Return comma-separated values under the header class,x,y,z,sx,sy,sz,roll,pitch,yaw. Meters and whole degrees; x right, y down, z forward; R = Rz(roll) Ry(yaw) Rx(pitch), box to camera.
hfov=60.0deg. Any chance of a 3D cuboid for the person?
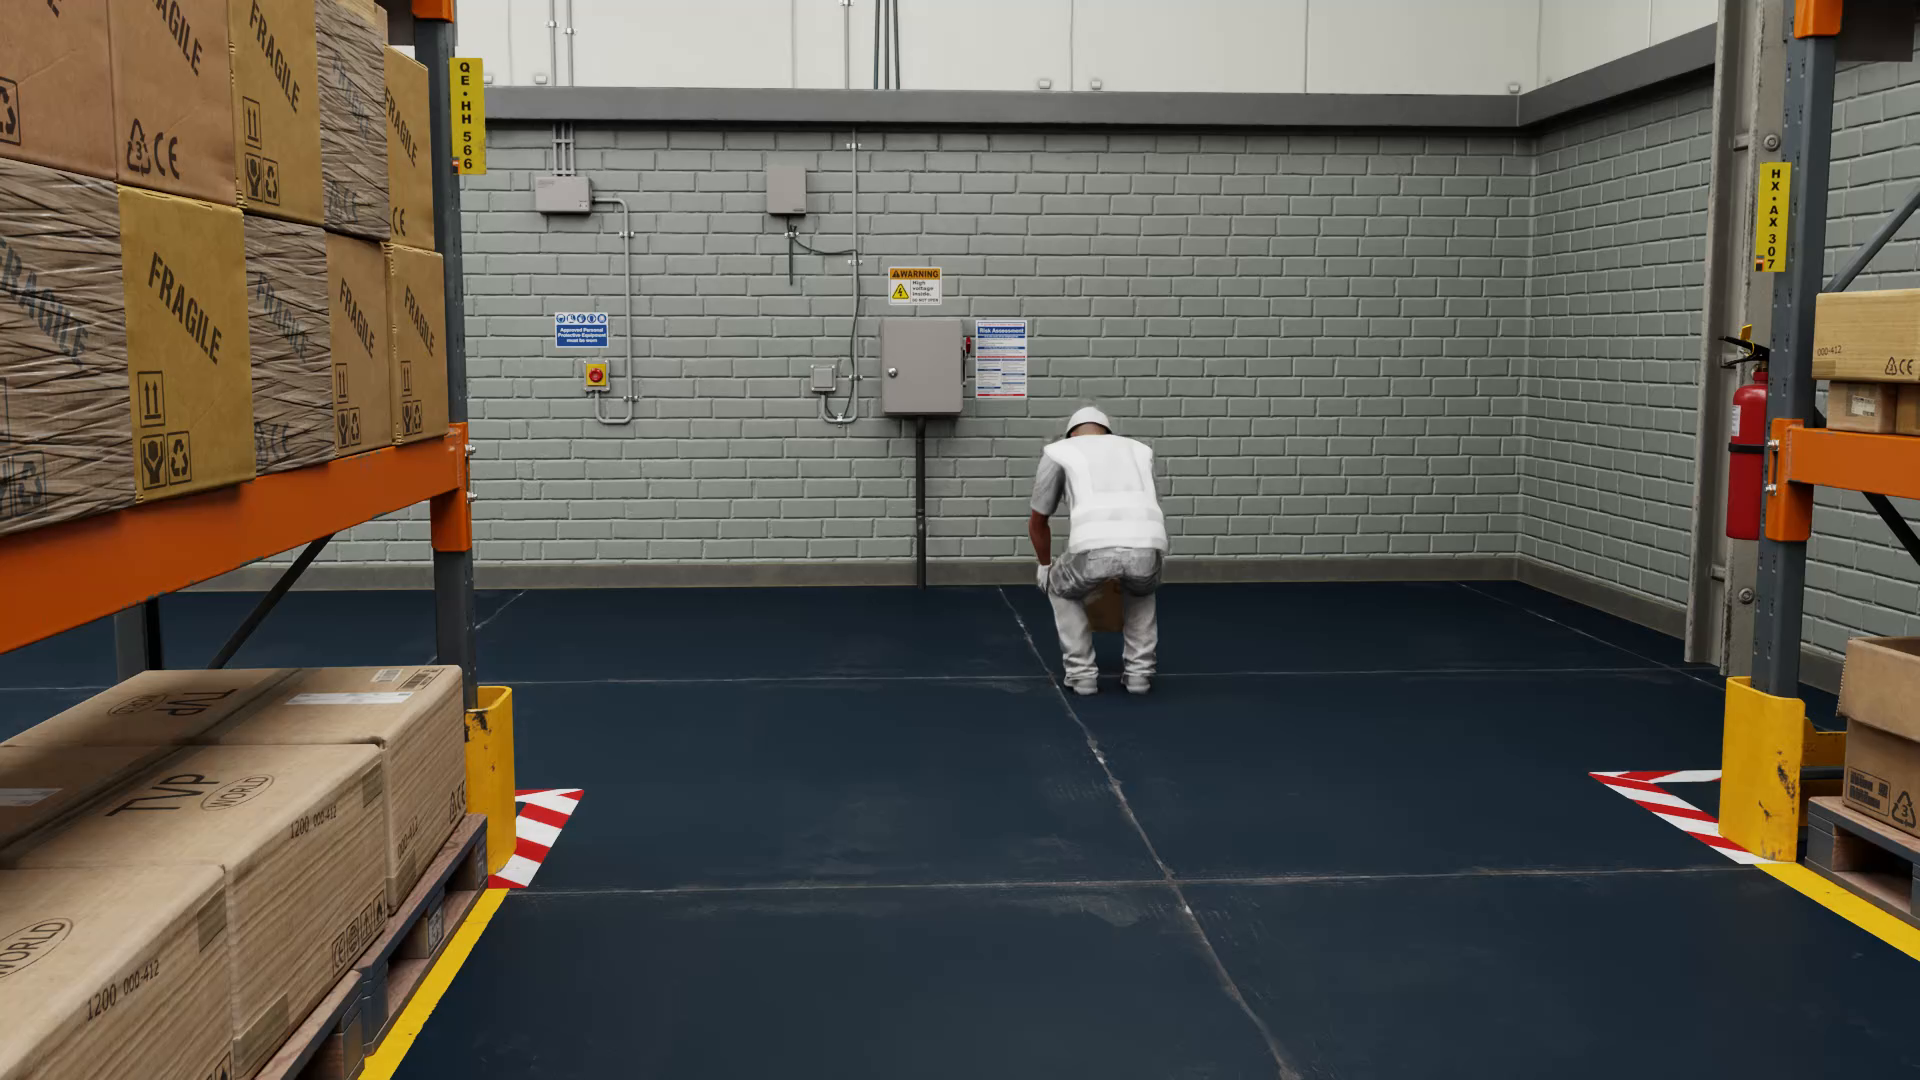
class,x,y,z,sx,sy,sz,roll,pitch,yaw
person,0.627,0.041,7.521,0.607,1.264,0.833,0,7,-4
